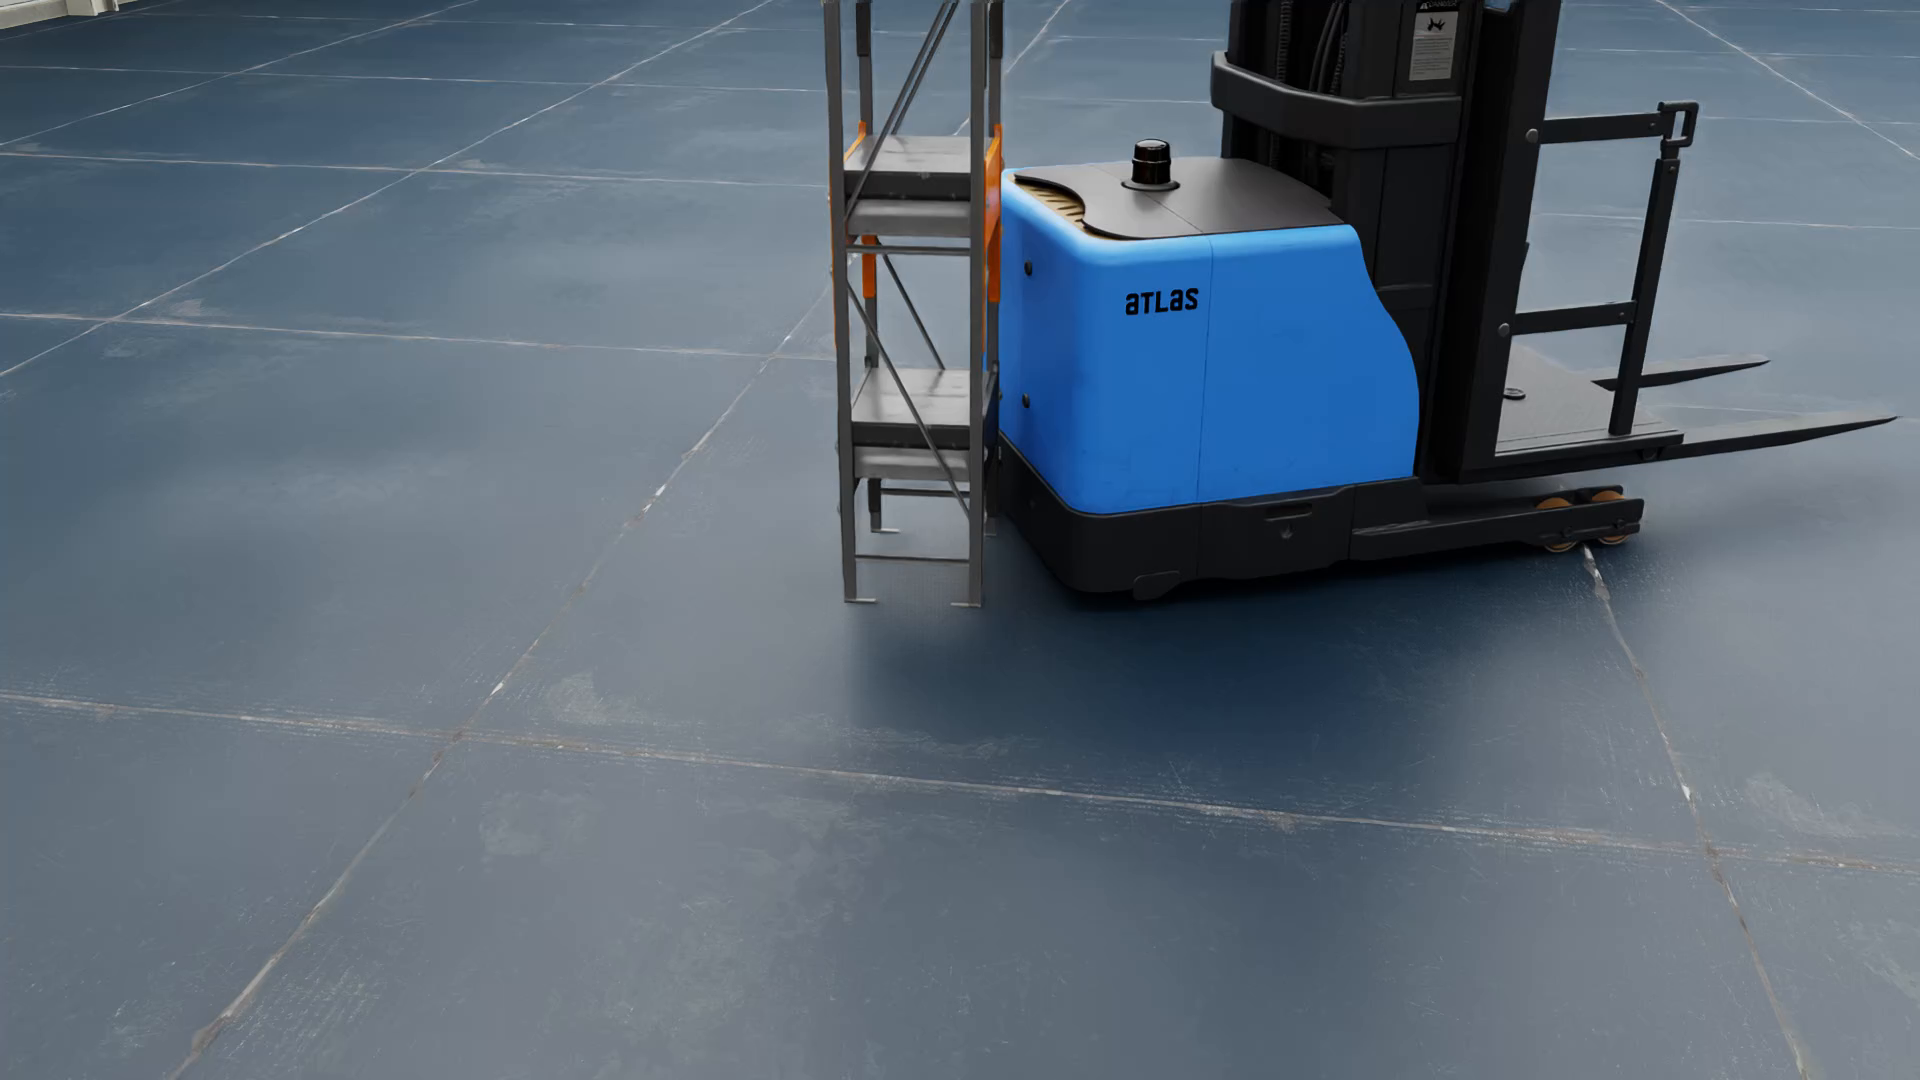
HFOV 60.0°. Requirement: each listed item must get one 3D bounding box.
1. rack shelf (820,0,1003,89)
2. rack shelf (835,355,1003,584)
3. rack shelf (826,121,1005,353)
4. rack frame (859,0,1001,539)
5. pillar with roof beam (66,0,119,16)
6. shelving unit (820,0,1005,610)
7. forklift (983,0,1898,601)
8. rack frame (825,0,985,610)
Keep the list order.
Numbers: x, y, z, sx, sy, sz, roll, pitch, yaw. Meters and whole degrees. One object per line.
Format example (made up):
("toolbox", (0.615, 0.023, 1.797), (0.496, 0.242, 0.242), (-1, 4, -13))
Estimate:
("rack shelf", (-0.111, -1.485, 4.327), (0.431, 0.518, 0.480), (3, 25, 6))
("rack shelf", (-0.111, -0.217, 4.920), (0.431, 0.518, 0.480), (3, 25, 6))
("rack shelf", (-0.111, -0.851, 4.624), (0.431, 0.518, 0.480), (3, 25, 6))
("rack frame", (-0.084, -0.966, 4.837), (0.400, 2.100, 0.015), (3, 25, 6))
("pillar with roof beam", (-4.248, -8.944, 13.743), (9.100, 9.000, 0.400), (4, 25, 9))
("shelving unit", (-0.111, -0.863, 4.618), (0.431, 2.100, 0.503), (3, 25, 6))
("forklift", (1.626, -1.495, 4.987), (3.031, 2.935, 1.130), (-7, 26, -15))
("rack frame", (-0.138, -0.761, 4.398), (0.400, 2.100, 0.015), (3, 25, 6))
